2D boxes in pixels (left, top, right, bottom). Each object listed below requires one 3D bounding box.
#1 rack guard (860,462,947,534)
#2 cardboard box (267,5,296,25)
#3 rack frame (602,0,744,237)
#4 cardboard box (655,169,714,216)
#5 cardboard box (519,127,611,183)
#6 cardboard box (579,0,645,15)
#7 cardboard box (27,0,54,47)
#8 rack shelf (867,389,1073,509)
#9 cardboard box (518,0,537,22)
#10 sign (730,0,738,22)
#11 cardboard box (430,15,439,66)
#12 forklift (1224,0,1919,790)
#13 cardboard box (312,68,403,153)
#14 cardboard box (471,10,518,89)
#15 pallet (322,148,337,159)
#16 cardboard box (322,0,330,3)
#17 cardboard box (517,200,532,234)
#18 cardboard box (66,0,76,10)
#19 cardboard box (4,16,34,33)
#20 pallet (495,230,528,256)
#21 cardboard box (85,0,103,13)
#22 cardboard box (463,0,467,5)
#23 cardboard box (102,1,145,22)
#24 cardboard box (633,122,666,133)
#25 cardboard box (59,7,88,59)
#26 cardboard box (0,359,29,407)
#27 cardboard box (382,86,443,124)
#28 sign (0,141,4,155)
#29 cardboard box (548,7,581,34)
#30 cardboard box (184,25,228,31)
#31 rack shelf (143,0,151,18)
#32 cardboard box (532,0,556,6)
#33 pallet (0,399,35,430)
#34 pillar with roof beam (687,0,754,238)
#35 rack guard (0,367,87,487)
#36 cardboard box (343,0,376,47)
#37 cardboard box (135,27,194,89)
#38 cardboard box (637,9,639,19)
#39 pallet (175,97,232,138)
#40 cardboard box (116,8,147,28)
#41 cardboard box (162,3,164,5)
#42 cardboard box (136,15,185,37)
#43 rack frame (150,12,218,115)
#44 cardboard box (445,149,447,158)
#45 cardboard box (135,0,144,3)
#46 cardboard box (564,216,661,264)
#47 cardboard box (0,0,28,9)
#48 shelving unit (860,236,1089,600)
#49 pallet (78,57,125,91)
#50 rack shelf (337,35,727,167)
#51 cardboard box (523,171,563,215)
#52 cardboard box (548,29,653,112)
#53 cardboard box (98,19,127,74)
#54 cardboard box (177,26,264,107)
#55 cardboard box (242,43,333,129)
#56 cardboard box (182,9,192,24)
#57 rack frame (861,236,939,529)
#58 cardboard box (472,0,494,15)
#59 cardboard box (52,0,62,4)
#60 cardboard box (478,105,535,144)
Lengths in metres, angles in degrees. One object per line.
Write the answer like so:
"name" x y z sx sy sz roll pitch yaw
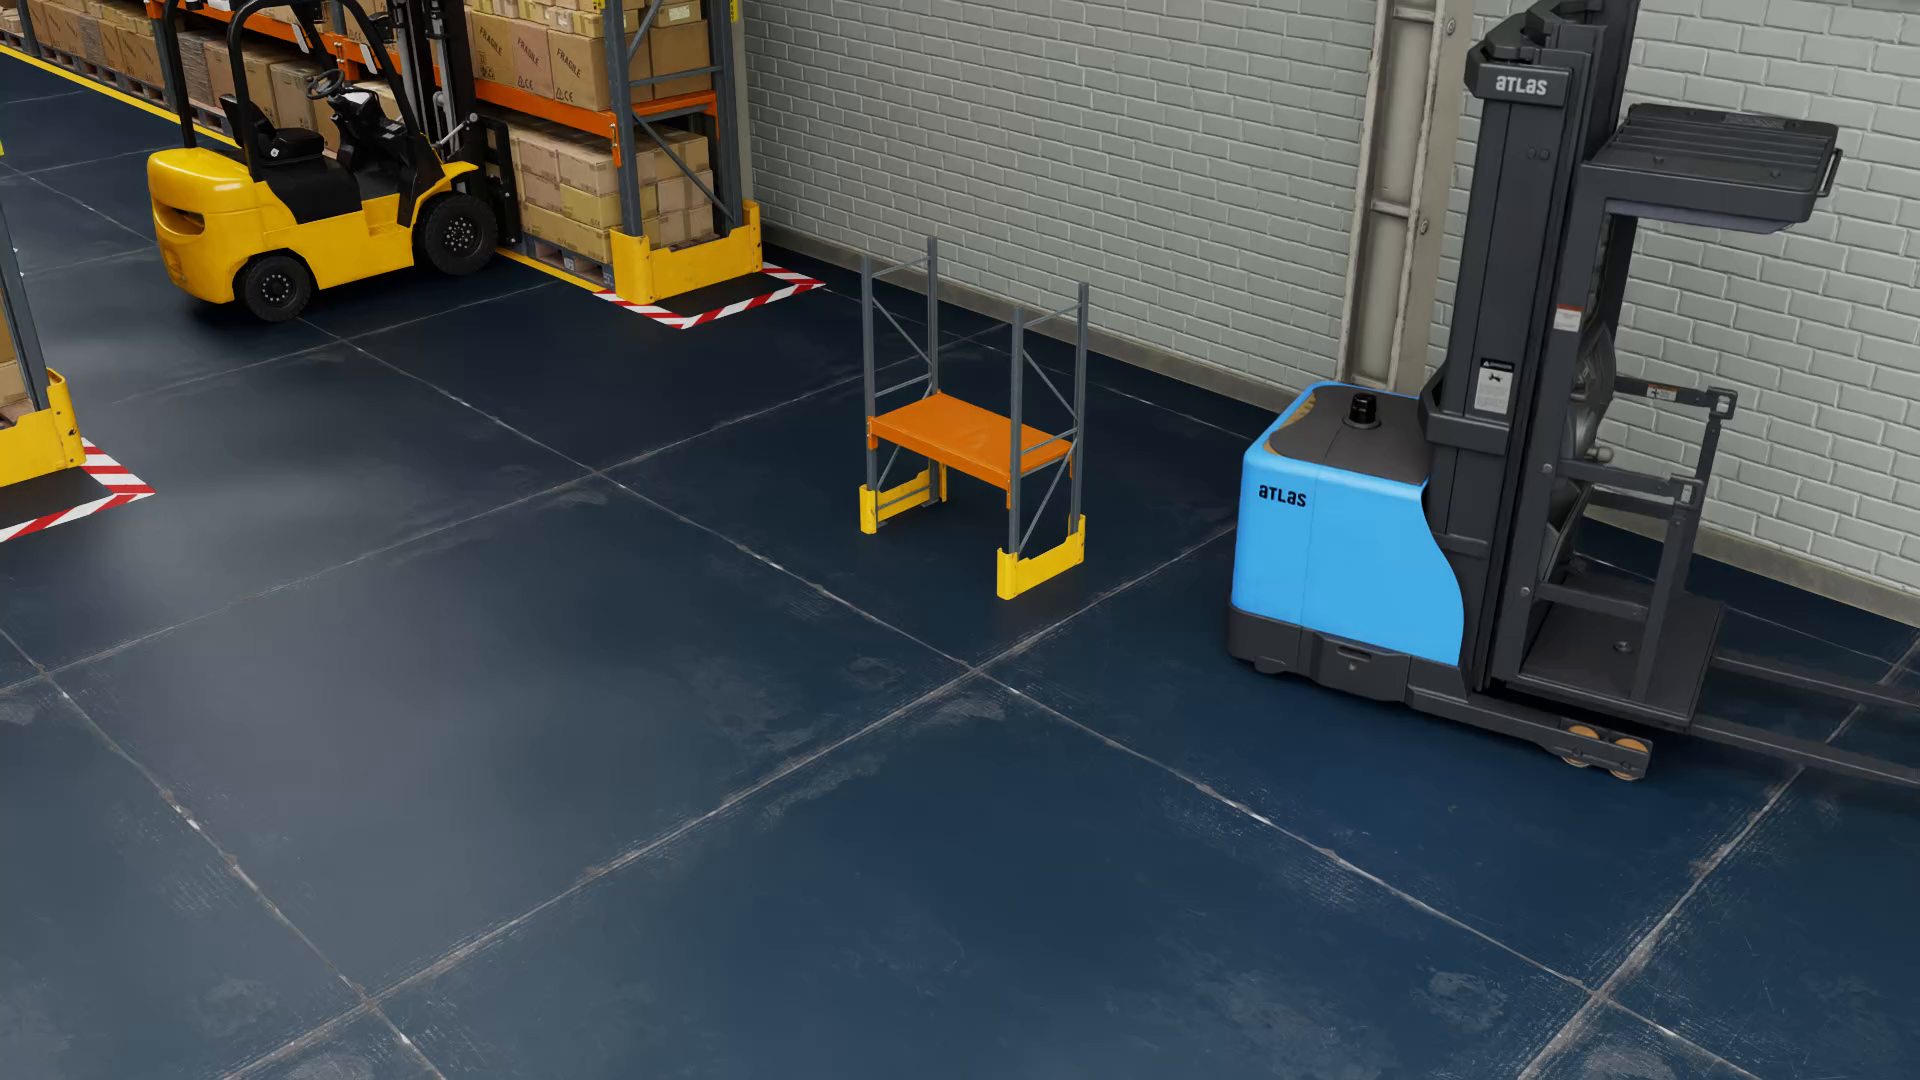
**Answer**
"rack guard" -0.301 -0.248 8.954 0.087 0.250 0.587 25 36 38
"cardboard box" -5.782 -4.743 14.708 0.500 0.250 0.500 24 36 38
"rack frame" -2.025 -3.264 11.735 0.127 3.000 1.000 25 36 38
"cardboard box" -2.215 -2.677 12.584 0.500 0.250 0.500 -25 36 -38
"cardboard box" -2.940 -2.887 12.447 0.500 0.250 0.500 -25 36 -38
"cardboard box" -2.428 -3.774 11.581 0.250 0.149 0.380 25 36 38
"cardboard box" -10.395 -6.027 19.223 0.500 0.500 0.500 -23 36 -37
"rack shelf" 0.061 -0.477 8.432 1.000 0.185 0.538 25 36 38
"cardboard box" -2.982 -3.879 12.100 0.250 0.149 0.380 24 36 38
"sign" -1.631 -3.865 11.862 0.005 0.325 0.100 25 36 38
"cardboard box" -3.999 -4.053 13.128 0.500 0.500 0.500 24 36 38
"forklift" 2.755 -0.590 6.722 3.031 2.935 1.130 15 31 26
"cardboard box" -5.257 -3.871 14.989 0.875 0.625 0.625 -23 36 -37
"cardboard box" -3.289 -3.722 12.497 0.500 0.500 0.500 24 36 37
"pallet" -5.430 -3.563 15.299 1.213 0.211 1.003 25 36 38
"cardboard box" -5.407 -4.800 14.279 0.500 0.250 0.500 24 36 37
"cardboard box" -3.280 -2.613 13.000 0.500 0.250 0.500 -25 37 -39
"cardboard box" -9.713 -6.018 18.509 0.250 0.149 0.380 24 36 38
"cardboard box" -11.185 -6.188 19.908 0.250 0.149 0.380 23 36 37
"pallet" -3.465 -2.664 13.589 1.213 0.211 1.003 25 36 38
"cardboard box" -9.325 -5.857 18.204 0.250 0.149 0.380 25 37 39
"cardboard box" -3.746 -4.198 12.707 0.250 0.149 0.380 24 36 37
"cardboard box" -8.967 -5.680 17.867 0.250 0.149 0.380 24 36 38
"cardboard box" -2.594 -3.057 12.770 0.500 0.250 0.500 25 36 38
"cardboard box" -9.655 -5.692 18.587 0.500 0.500 0.500 23 36 37
"cardboard box" -5.884 -0.940 9.817 0.500 0.250 0.500 24 36 38
"cardboard box" -4.395 -3.549 13.705 0.500 0.250 0.500 25 36 38
"sign" -5.122 -2.179 8.741 0.005 0.325 0.100 25 36 38
"cardboard box" -2.672 -3.689 11.739 0.380 0.149 0.250 -25 36 -38
"cardboard box" -7.833 -5.185 17.622 0.500 0.500 0.500 -24 36 -37
"rack shelf" -9.156 -6.209 18.108 4.000 0.370 1.077 25 36 38
"cardboard box" -2.831 -3.921 11.860 0.380 0.149 0.250 -24 36 -38
"pallet" -6.111 -0.683 9.823 1.213 0.211 1.003 25 36 38
"pillar with roof beam" -4.908 -5.017 8.623 0.400 9.000 9.100 25 36 38
"rack guard" -5.556 -0.534 9.229 0.348 0.500 1.175 25 36 38
"cardboard box" -4.744 -4.382 13.754 0.500 0.500 0.500 23 36 37
"cardboard box" -8.182 -5.021 17.310 0.500 0.500 0.500 -24 36 -38
"cardboard box" -2.306 -3.852 12.048 0.250 0.149 0.380 25 36 38
"pallet" -7.170 -4.359 16.813 1.213 0.211 1.003 25 36 38
"cardboard box" -8.632 -5.498 17.520 0.250 0.149 0.380 23 36 37
"cardboard box" -8.416 -5.785 18.066 0.250 0.149 0.380 23 35 36
"cardboard box" -8.259 -5.318 17.179 0.250 0.149 0.380 23 35 36
"rack frame" -7.729 -5.875 16.699 0.127 3.000 1.000 25 36 38
"cardboard box" -4.038 -3.168 13.518 0.500 0.250 0.500 24 36 38
"cardboard box" -8.842 -5.919 18.322 0.250 0.149 0.380 25 37 39
"cardboard box" -2.581 -2.282 12.370 0.500 0.250 0.500 25 37 39
"cardboard box" -11.742 -6.703 20.509 0.500 0.500 0.700 23 35 37
"shelving unit" 0.054 -0.639 8.354 1.083 1.500 0.587 25 36 38
"pallet" -9.101 -5.295 18.593 1.213 0.211 1.003 25 36 38
"rack shelf" -3.451 -3.599 13.144 4.000 0.370 1.077 25 36 38
"cardboard box" -2.941 -2.677 12.584 0.500 0.250 0.500 24 36 38
"cardboard box" -2.560 -3.382 11.852 0.500 0.500 0.500 24 36 37
"cardboard box" -8.906 -5.357 17.950 0.500 0.500 0.500 -23 36 -37
"cardboard box" -7.294 -4.801 16.759 0.875 0.625 0.625 -24 36 -38
"cardboard box" -6.343 -4.371 15.941 0.625 0.625 0.875 23 35 36
"cardboard box" -8.053 -5.610 17.735 0.380 0.149 0.250 -24 36 -38
"rack frame" -0.302 -0.802 8.663 0.032 1.500 0.500 25 36 38
"cardboard box" -3.400 -4.026 12.380 0.250 0.149 0.380 25 37 39
"cardboard box" -10.070 -6.196 18.849 0.250 0.149 0.380 22 35 36
"cardboard box" -3.663 -3.216 13.073 0.500 0.250 0.500 24 36 37
